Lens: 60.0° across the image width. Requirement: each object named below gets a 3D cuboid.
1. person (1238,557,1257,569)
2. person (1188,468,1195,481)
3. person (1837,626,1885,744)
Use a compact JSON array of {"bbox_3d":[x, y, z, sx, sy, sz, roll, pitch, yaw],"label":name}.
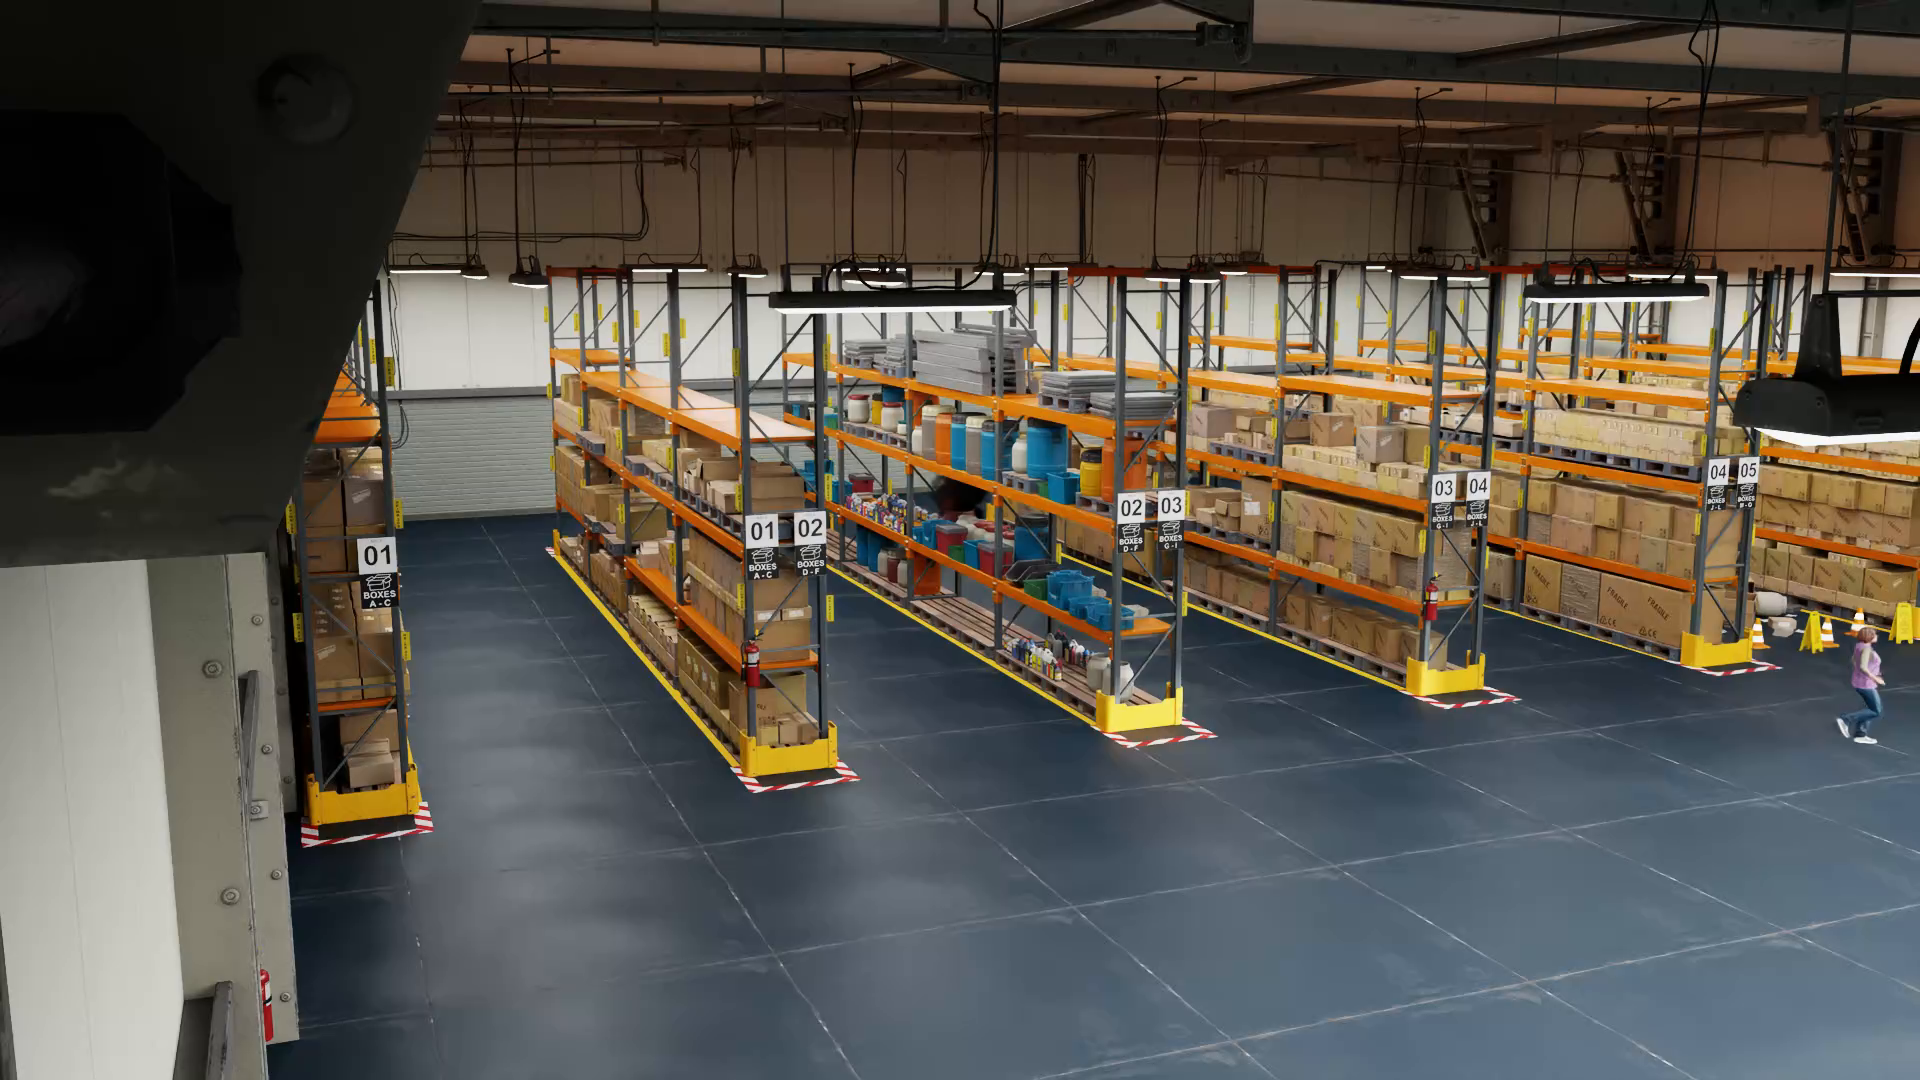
[{"bbox_3d":[5.698,-0.130,32.558,0.579,1.626,0.922,-5,11,-26],"label":"person"},{"bbox_3d":[5.668,-1.695,41.554,0.850,1.691,0.649,-6,12,-31],"label":"person"},{"bbox_3d":[11.640,1.871,21.454,0.565,1.547,0.538,2,10,13],"label":"person"}]
